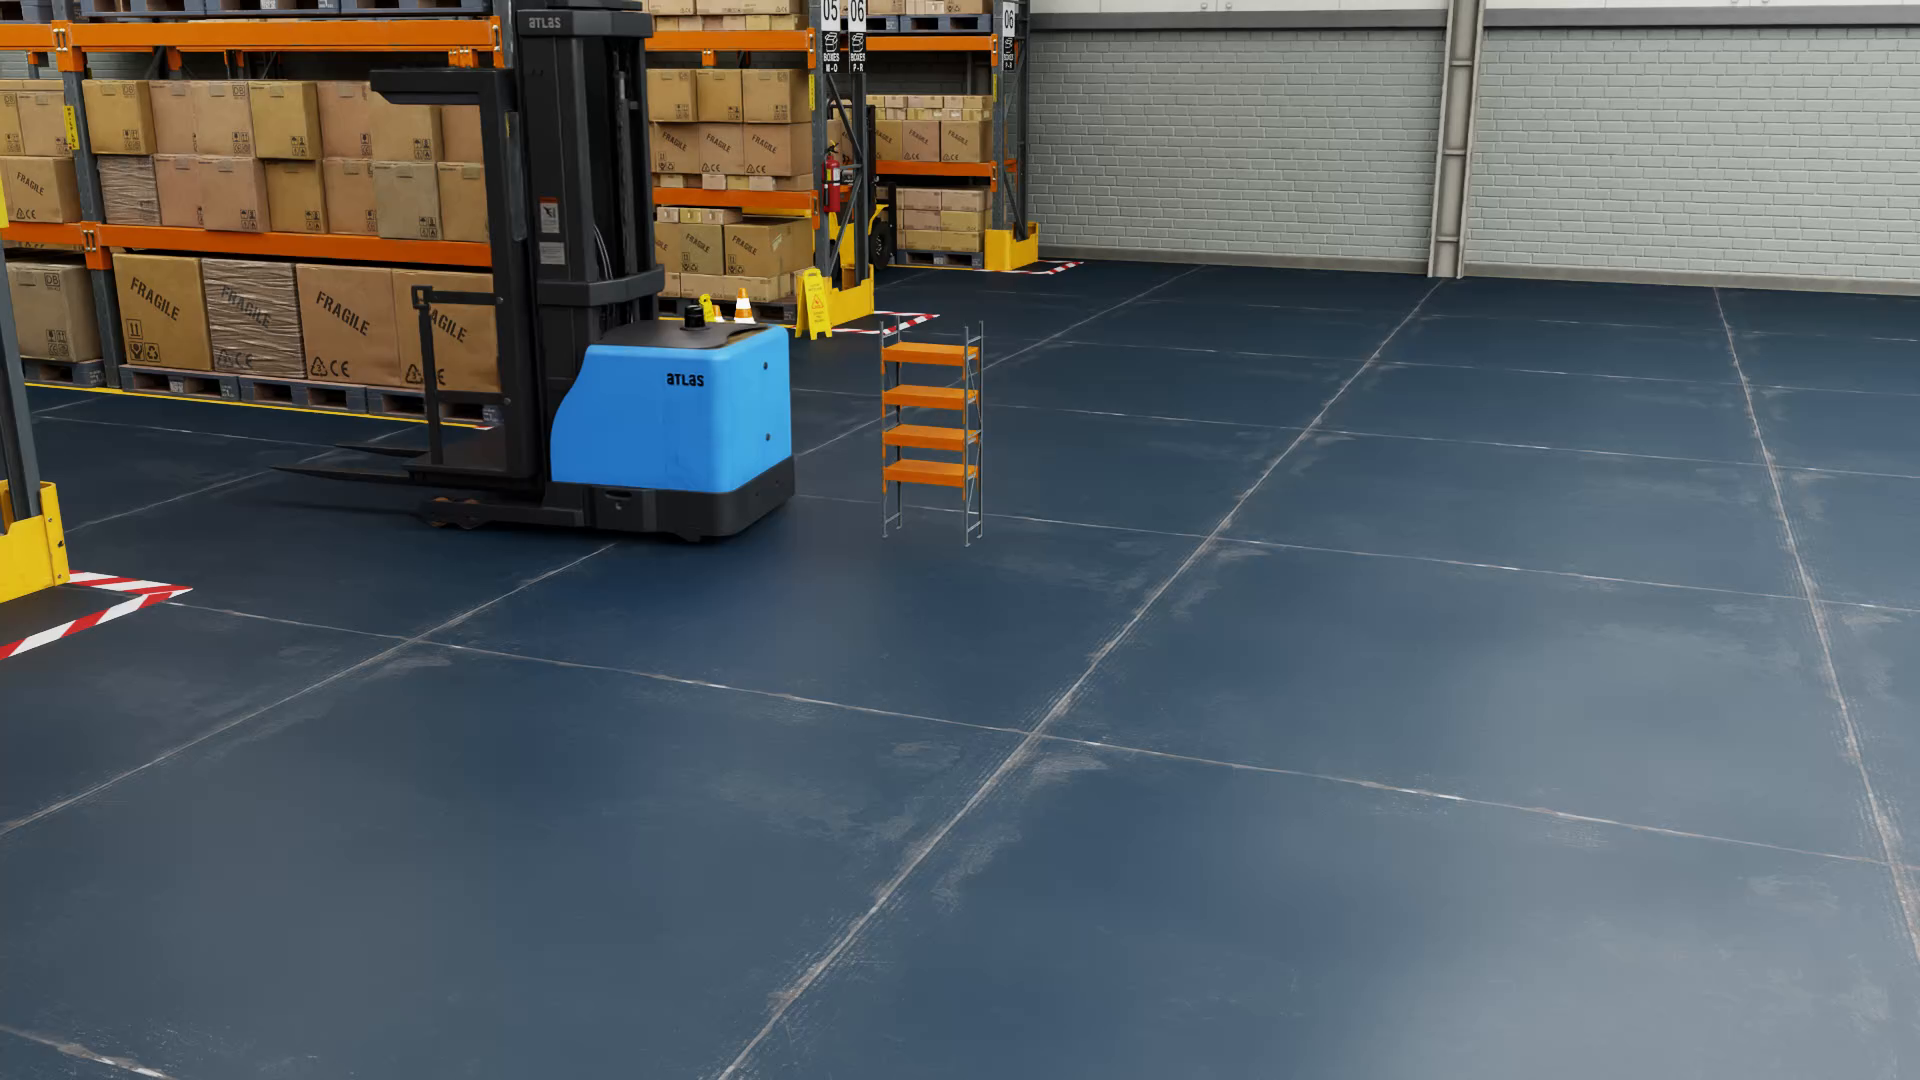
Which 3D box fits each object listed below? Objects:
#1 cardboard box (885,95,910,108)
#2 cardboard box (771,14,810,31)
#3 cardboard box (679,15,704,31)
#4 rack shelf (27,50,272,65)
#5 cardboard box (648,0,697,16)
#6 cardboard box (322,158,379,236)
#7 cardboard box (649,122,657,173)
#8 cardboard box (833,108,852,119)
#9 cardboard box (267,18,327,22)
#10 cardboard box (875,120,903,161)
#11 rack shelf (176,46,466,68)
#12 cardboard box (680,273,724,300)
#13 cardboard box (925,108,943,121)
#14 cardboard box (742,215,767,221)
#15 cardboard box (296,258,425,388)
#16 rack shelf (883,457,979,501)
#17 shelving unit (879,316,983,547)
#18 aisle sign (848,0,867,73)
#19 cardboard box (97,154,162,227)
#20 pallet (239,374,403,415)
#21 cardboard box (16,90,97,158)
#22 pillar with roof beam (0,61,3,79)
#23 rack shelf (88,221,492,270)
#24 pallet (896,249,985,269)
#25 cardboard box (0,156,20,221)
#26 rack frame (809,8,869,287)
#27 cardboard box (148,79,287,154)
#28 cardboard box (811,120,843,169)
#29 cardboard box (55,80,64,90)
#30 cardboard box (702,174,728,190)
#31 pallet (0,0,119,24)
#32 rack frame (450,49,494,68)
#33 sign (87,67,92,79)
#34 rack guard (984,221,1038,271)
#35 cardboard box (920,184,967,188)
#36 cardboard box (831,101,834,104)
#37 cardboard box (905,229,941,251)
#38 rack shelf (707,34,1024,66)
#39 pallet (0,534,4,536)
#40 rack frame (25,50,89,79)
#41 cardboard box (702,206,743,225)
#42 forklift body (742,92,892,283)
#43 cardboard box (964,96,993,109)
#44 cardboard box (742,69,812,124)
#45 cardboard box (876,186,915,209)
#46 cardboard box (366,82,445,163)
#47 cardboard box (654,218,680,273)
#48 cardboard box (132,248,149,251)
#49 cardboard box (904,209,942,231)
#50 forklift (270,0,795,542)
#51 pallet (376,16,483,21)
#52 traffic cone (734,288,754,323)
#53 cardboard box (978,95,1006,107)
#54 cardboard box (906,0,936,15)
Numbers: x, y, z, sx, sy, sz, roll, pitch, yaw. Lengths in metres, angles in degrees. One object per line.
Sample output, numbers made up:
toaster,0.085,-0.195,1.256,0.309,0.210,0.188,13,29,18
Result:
cardboard box,-0.753,-5.522,20.937,0.250,0.149,0.380,7,18,22
cardboard box,-1.613,-4.954,15.928,0.250,0.149,0.380,6,17,21
cardboard box,-2.552,-5.063,16.304,0.250,0.149,0.380,6,17,20
rack shelf,-12.384,-7.485,25.486,4.000,0.370,1.077,6,17,21
cardboard box,-2.705,-5.267,16.293,0.500,0.250,0.500,7,18,22
cardboard box,-4.257,-2.614,12.530,0.550,0.550,0.875,6,17,21
cardboard box,-3.177,-4.006,16.880,0.500,0.500,0.500,6,17,21
cardboard box,-1.451,-5.462,21.266,0.250,0.149,0.380,6,17,19
cardboard box,-7.191,-5.830,18.309,0.637,0.503,0.797,6,17,21
cardboard box,-0.871,-5.096,21.167,0.500,0.500,0.500,6,17,20
rack shelf,-6.760,-5.379,18.231,4.000,0.370,1.077,6,17,21
cardboard box,-2.508,-2.619,16.994,0.500,0.250,0.500,6,17,21
cardboard box,-0.254,-5.341,20.848,0.250,0.149,0.380,7,17,22
cardboard box,-2.338,-3.120,17.375,0.500,0.500,0.500,6,17,19
cardboard box,-4.375,-1.699,12.703,0.875,0.875,0.875,6,17,20
rack shelf,-0.154,-0.338,9.139,0.480,0.148,0.258,6,17,21
shelving unit,-0.154,-0.593,9.065,0.503,1.200,0.258,6,17,21
aisle sign,-1.007,-4.992,16.327,0.004,0.787,0.394,6,17,21
cardboard box,-6.274,-2.822,13.246,0.550,0.550,0.875,6,17,21
pallet,-4.804,-1.223,13.009,1.213,0.211,1.003,6,17,21
cardboard box,-7.086,-3.362,13.403,0.500,0.500,0.700,6,17,20
pillar with roof beam,-18.002,-8.868,23.581,0.400,9.000,9.100,6,17,21
rack shelf,-4.761,-2.235,12.782,4.000,0.370,1.077,6,17,21
pallet,-0.088,-3.686,21.491,1.213,0.211,1.003,6,17,21
cardboard box,-7.675,-2.869,13.496,0.500,0.500,0.500,6,17,20
rack frame,-1.179,-3.670,16.435,0.127,3.000,1.000,6,17,21
cardboard box,-5.737,-3.303,12.964,0.550,0.550,0.875,6,17,21
cardboard box,-1.517,-3.981,16.794,0.500,0.500,0.500,6,17,20
cardboard box,-10.137,-5.104,19.403,0.500,0.500,0.500,6,17,21
cardboard box,-2.363,-3.579,16.574,0.250,0.149,0.380,7,17,22
pallet,-7.493,-4.215,13.274,1.217,0.209,0.805,6,17,18
rack frame,-6.803,-5.776,23.689,0.127,3.000,1.000,6,17,21
sign,-14.023,-7.444,26.792,0.005,0.325,0.100,6,17,21
rack guard,0.662,-3.755,21.211,0.348,0.500,1.175,6,17,21
cardboard box,-0.205,-4.467,21.567,0.500,0.250,0.500,6,17,21
cardboard box,-1.667,-5.648,21.374,0.250,0.149,0.380,6,17,20
cardboard box,-0.373,-3.858,21.262,0.500,0.250,0.500,6,17,21
rack shelf,-1.221,-6.257,21.257,4.000,0.370,1.077,6,17,21
pallet,-5.628,0.139,8.315,1.213,0.211,1.003,6,17,21
rack frame,-14.245,-6.594,26.508,0.127,3.000,1.000,6,17,21
cardboard box,-2.386,-3.257,16.683,0.250,0.149,0.380,7,18,22
forklift body,-1.794,-4.271,20.027,1.214,2.155,2.313,6,17,21
cardboard box,0.229,-5.442,20.663,0.250,0.149,0.380,6,17,21
cardboard box,-1.734,-4.337,16.225,0.500,0.500,0.700,6,17,19
cardboard box,-0.854,-4.385,21.283,0.500,0.250,0.500,7,17,21
cardboard box,-3.777,-3.047,12.082,0.550,0.550,0.875,6,17,21
cardboard box,-2.973,-3.032,17.069,0.500,0.500,0.500,6,17,19
cardboard box,-9.233,-3.762,19.809,0.875,0.875,0.875,6,17,20
cardboard box,-0.391,-4.102,21.204,0.500,0.250,0.500,6,17,20
forklift,-2.552,-1.604,9.441,3.031,2.935,1.130,4,17,15
pallet,-5.435,-5.520,17.765,1.003,0.211,1.213,6,17,21
traffic cone,-2.052,-2.161,15.788,0.334,0.463,0.336,6,17,21
cardboard box,0.405,-5.550,21.034,0.250,0.149,0.380,6,17,20
cardboard box,-0.479,-6.615,20.509,0.258,0.266,0.396,6,17,21
